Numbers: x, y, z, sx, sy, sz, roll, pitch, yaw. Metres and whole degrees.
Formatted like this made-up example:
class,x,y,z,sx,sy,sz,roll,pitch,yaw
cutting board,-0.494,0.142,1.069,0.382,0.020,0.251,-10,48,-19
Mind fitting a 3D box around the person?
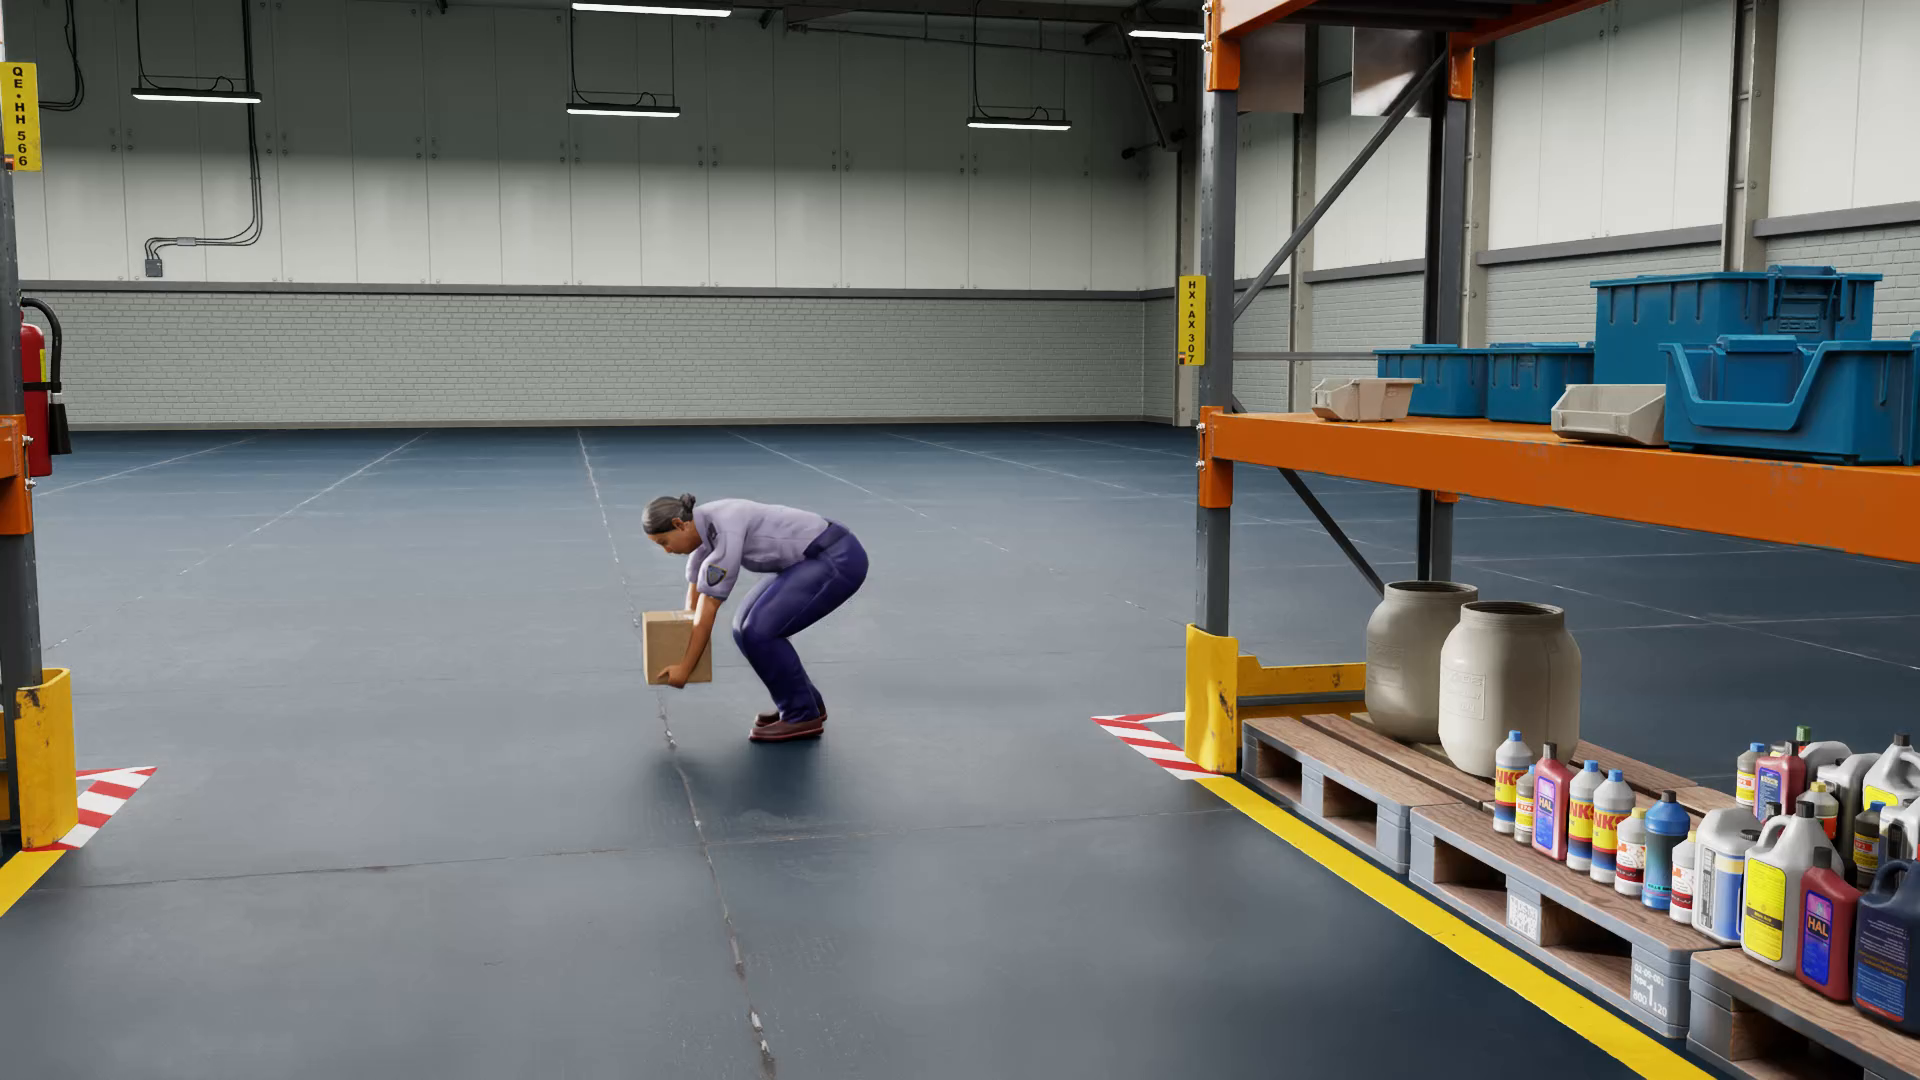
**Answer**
class,x,y,z,sx,sy,sz,roll,pitch,yaw
person,-0.815,0.293,6.643,0.892,0.985,0.504,-2,7,-16
